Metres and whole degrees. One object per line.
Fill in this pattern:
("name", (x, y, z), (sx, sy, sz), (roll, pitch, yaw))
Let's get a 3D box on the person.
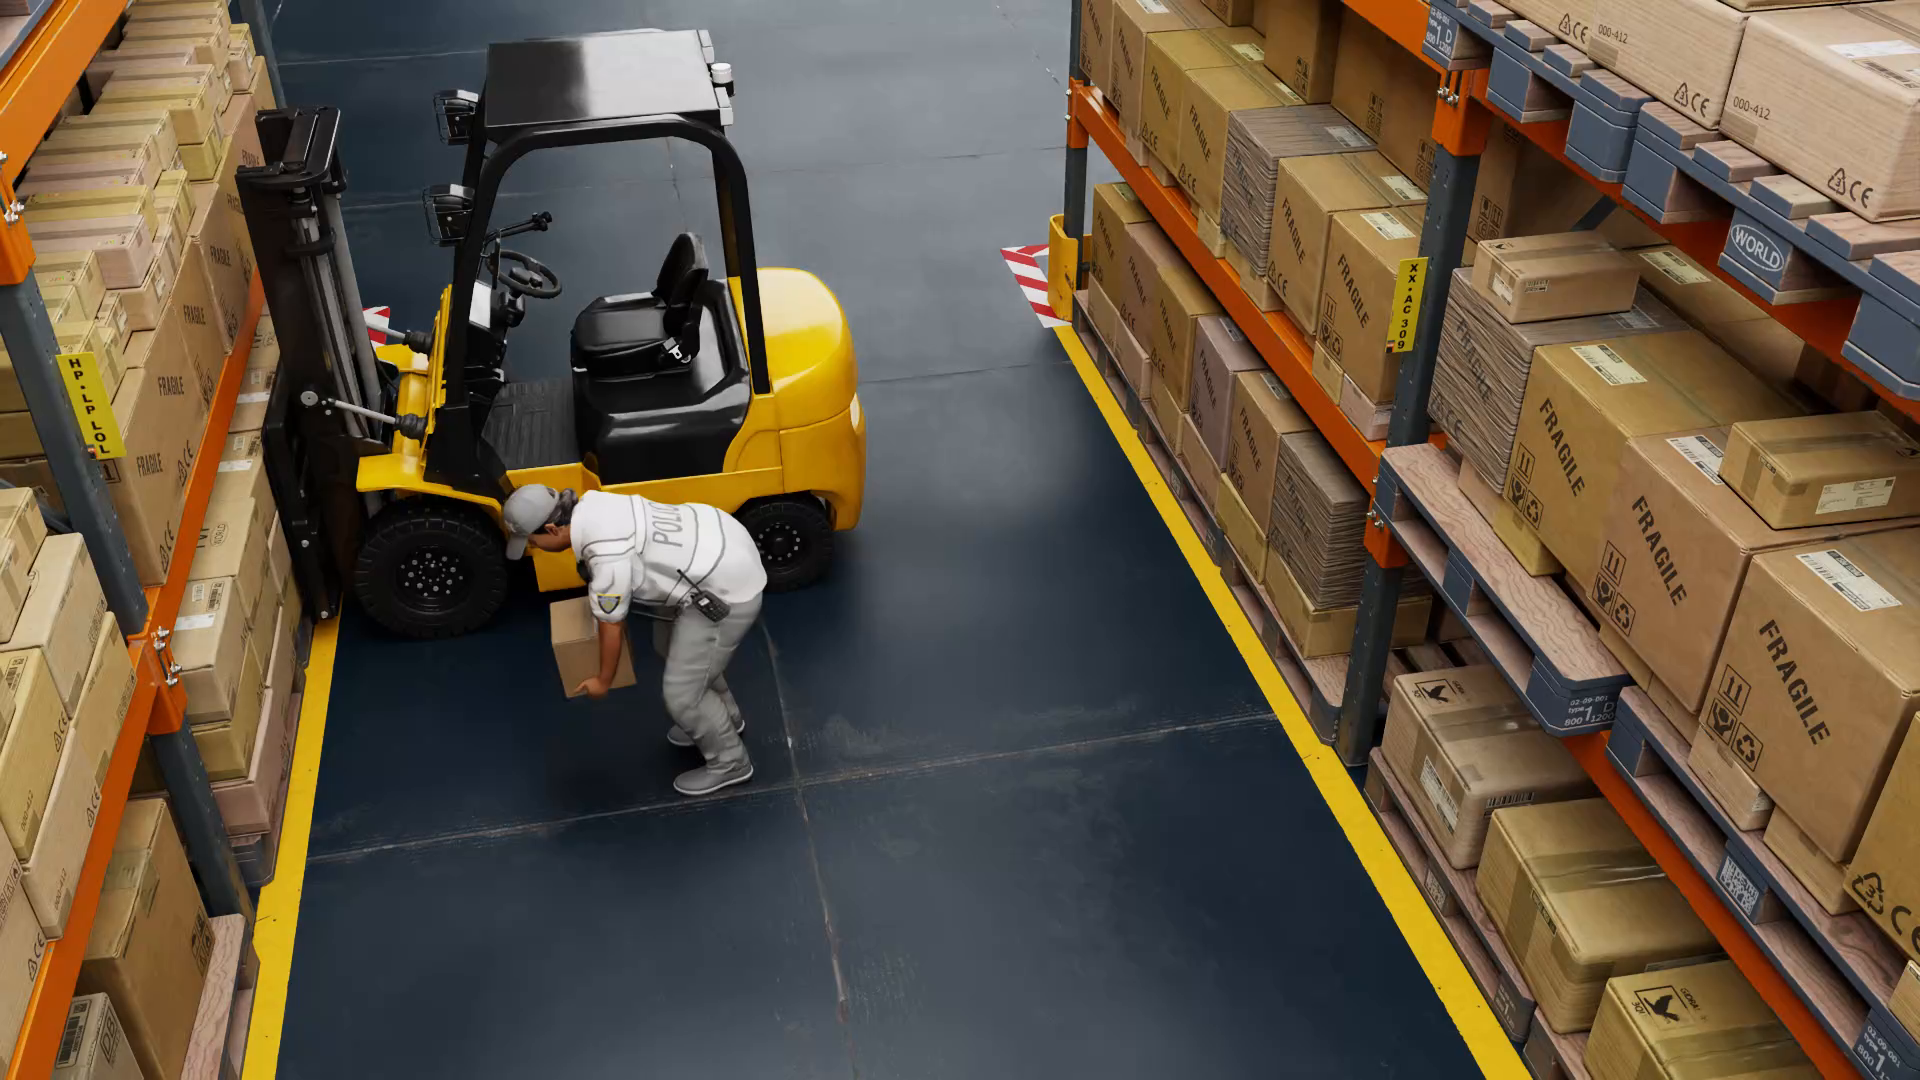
("person", (-1.125, 0.319, 5.985), (0.873, 1.325, 0.466), (-8, 35, -12))
